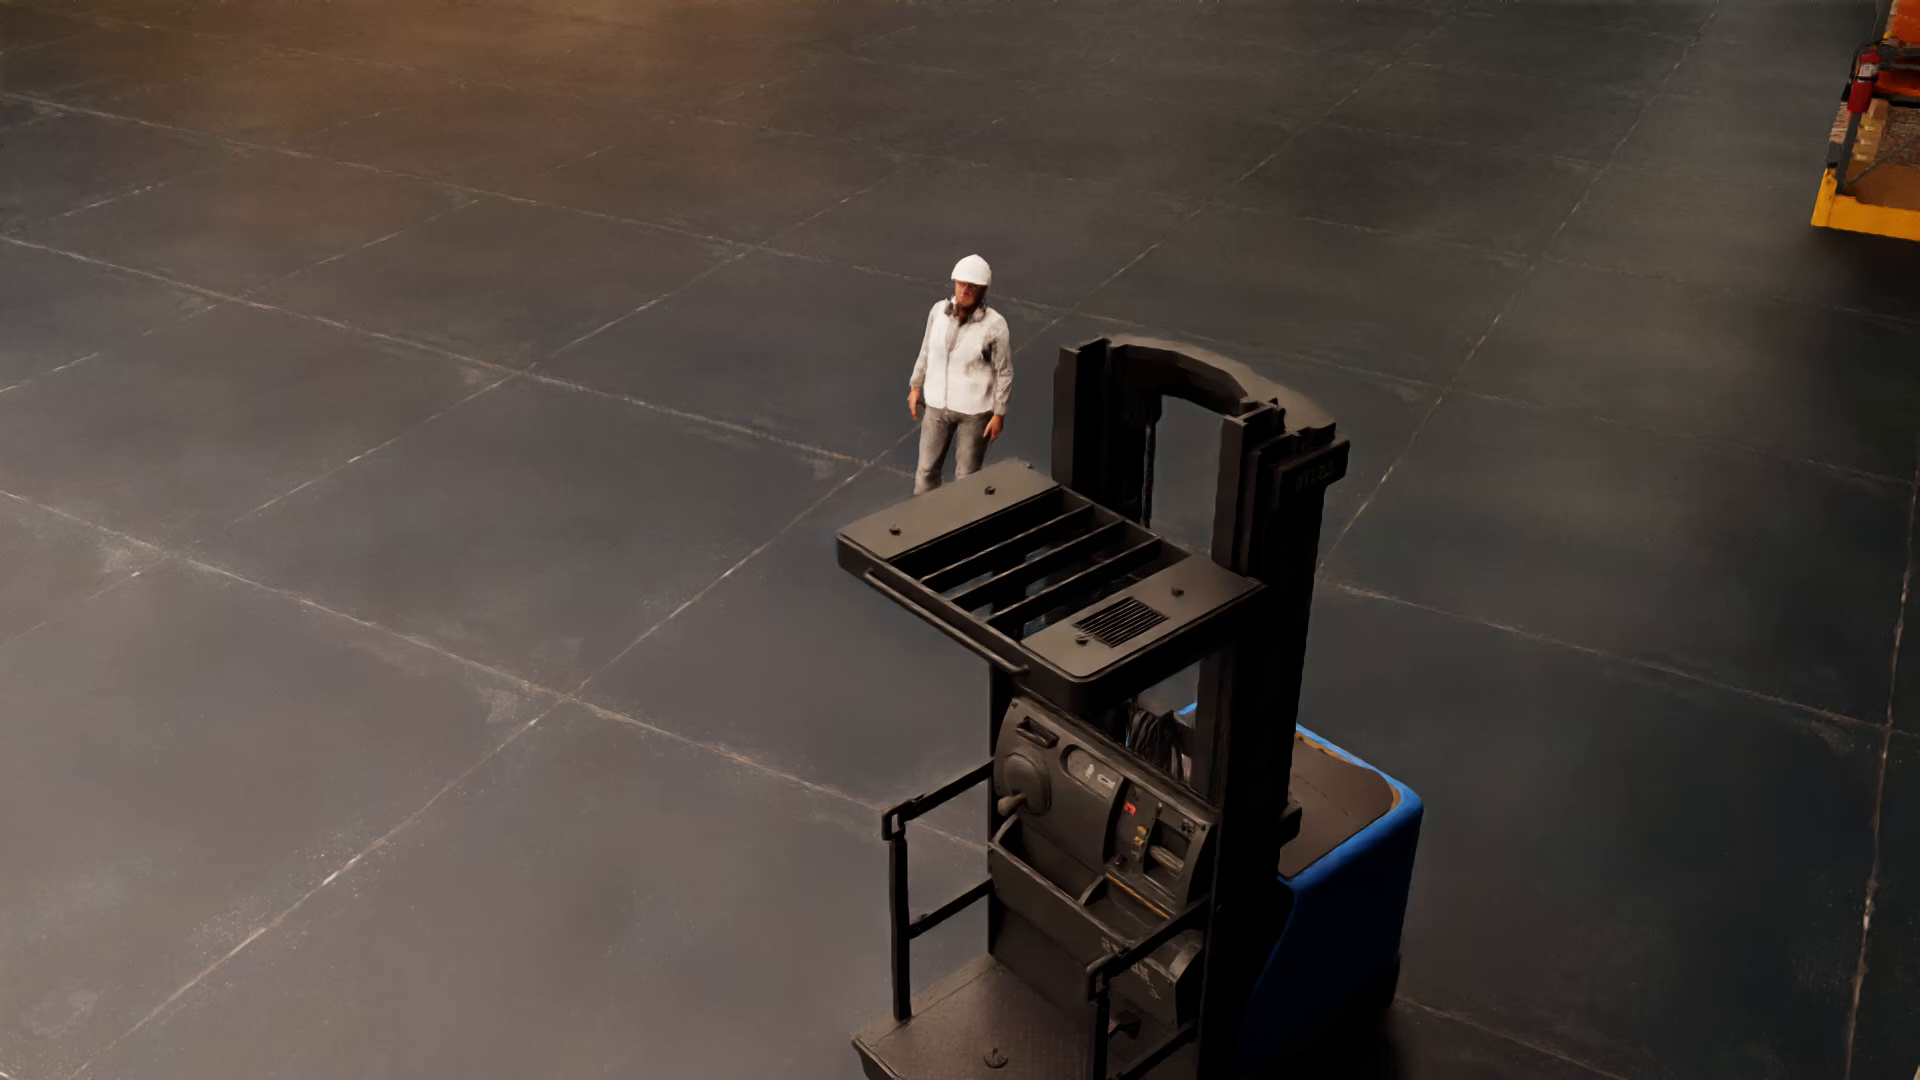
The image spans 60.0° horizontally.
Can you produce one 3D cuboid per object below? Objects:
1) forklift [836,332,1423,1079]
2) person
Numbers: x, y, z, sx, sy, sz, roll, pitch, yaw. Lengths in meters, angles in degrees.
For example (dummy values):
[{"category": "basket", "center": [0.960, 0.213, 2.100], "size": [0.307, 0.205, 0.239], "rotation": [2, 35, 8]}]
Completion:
[{"category": "forklift", "center": [0.307, 0.916, 5.484], "size": [3.031, 2.935, 1.130], "rotation": [-24, 37, -35]}, {"category": "person", "center": [-0.037, -0.749, 9.512], "size": [0.632, 1.773, 0.567], "rotation": [15, 33, 25]}]
